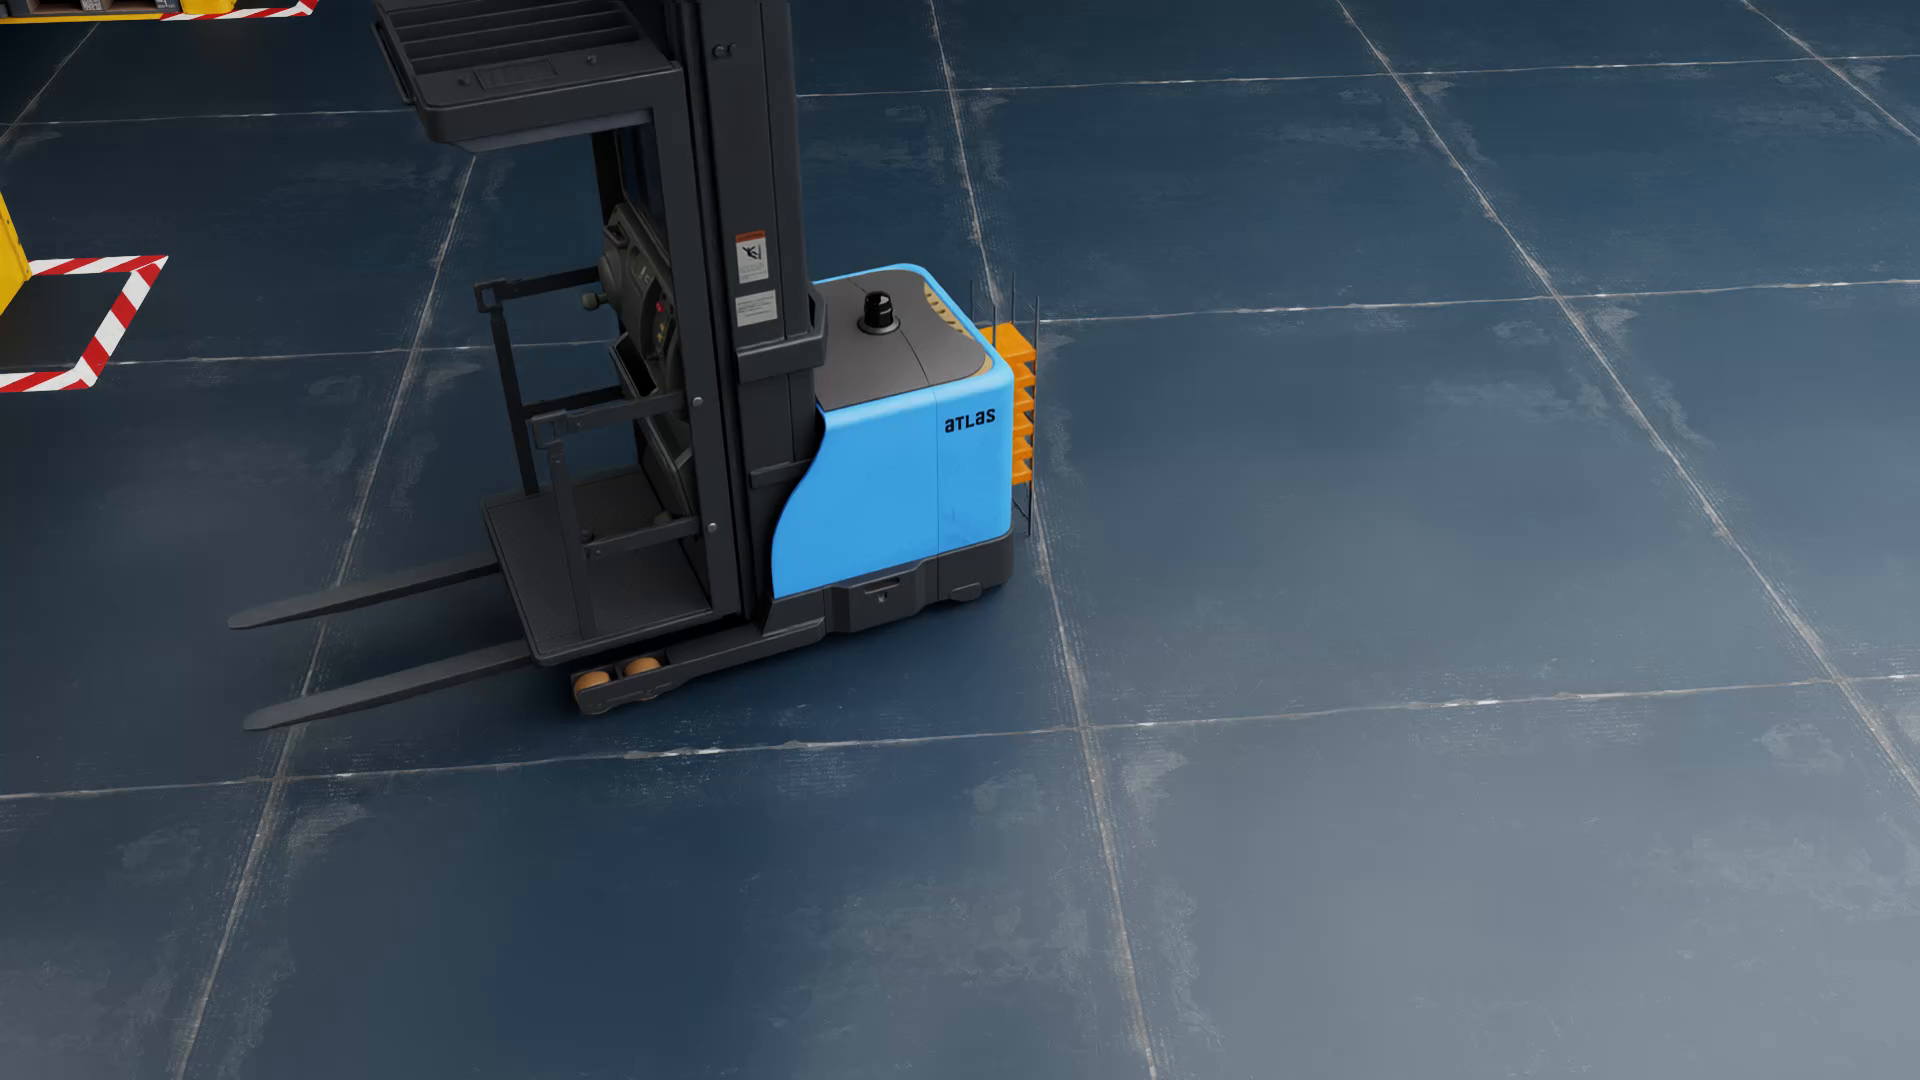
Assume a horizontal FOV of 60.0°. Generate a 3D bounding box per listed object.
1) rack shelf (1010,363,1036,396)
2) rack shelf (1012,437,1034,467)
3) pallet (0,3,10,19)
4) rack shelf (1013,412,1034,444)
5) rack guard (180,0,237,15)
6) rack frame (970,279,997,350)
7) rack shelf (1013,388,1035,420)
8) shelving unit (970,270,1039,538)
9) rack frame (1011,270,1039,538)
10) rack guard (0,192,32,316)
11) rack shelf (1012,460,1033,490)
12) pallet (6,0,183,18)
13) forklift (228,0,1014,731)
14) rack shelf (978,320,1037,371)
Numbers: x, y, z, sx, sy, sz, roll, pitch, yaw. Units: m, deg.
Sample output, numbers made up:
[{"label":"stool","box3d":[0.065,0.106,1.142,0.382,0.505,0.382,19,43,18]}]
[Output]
[{"label":"rack shelf","box3d":[0.175,-0.677,6.824,0.180,0.103,0.258,-15,41,-18]},{"label":"rack shelf","box3d":[0.175,-0.394,7.047,0.180,0.103,0.258,-15,41,-18]},{"label":"pallet","box3d":[-7.534,-4.132,12.317,1.213,0.211,1.003,-3,38,-4]},{"label":"rack shelf","box3d":[0.175,-0.488,6.972,0.180,0.103,0.258,-15,41,-18]},{"label":"rack guard","box3d":[-5.540,-4.380,12.397,0.348,0.500,1.175,-3,38,-4]},{"label":"rack frame","box3d":[0.091,-0.500,6.916,0.006,1.200,0.240,-15,41,-18]},{"label":"rack shelf","box3d":[0.175,-0.583,6.898,0.180,0.103,0.258,-15,41,-18]},{"label":"shelving unit","box3d":[0.175,-0.523,6.945,0.189,1.200,0.258,-15,41,-18]},{"label":"rack frame","box3d":[0.259,-0.546,6.974,0.006,1.200,0.240,-15,41,-18]},{"label":"rack guard","box3d":[-5.196,-1.312,8.509,0.348,0.500,1.175,-3,38,-4]},{"label":"rack shelf","box3d":[0.175,-0.300,7.121,0.180,0.103,0.258,-15,41,-18]},{"label":"pallet","box3d":[-6.322,-4.197,12.399,1.213,0.211,1.003,-3,38,-4]},{"label":"forklift","box3d":[-1.341,-0.854,5.966,3.031,2.935,1.130,-15,41,-18]},{"label":"rack shelf","box3d":[0.175,-0.771,6.749,0.180,0.103,0.258,-15,41,-18]}]
